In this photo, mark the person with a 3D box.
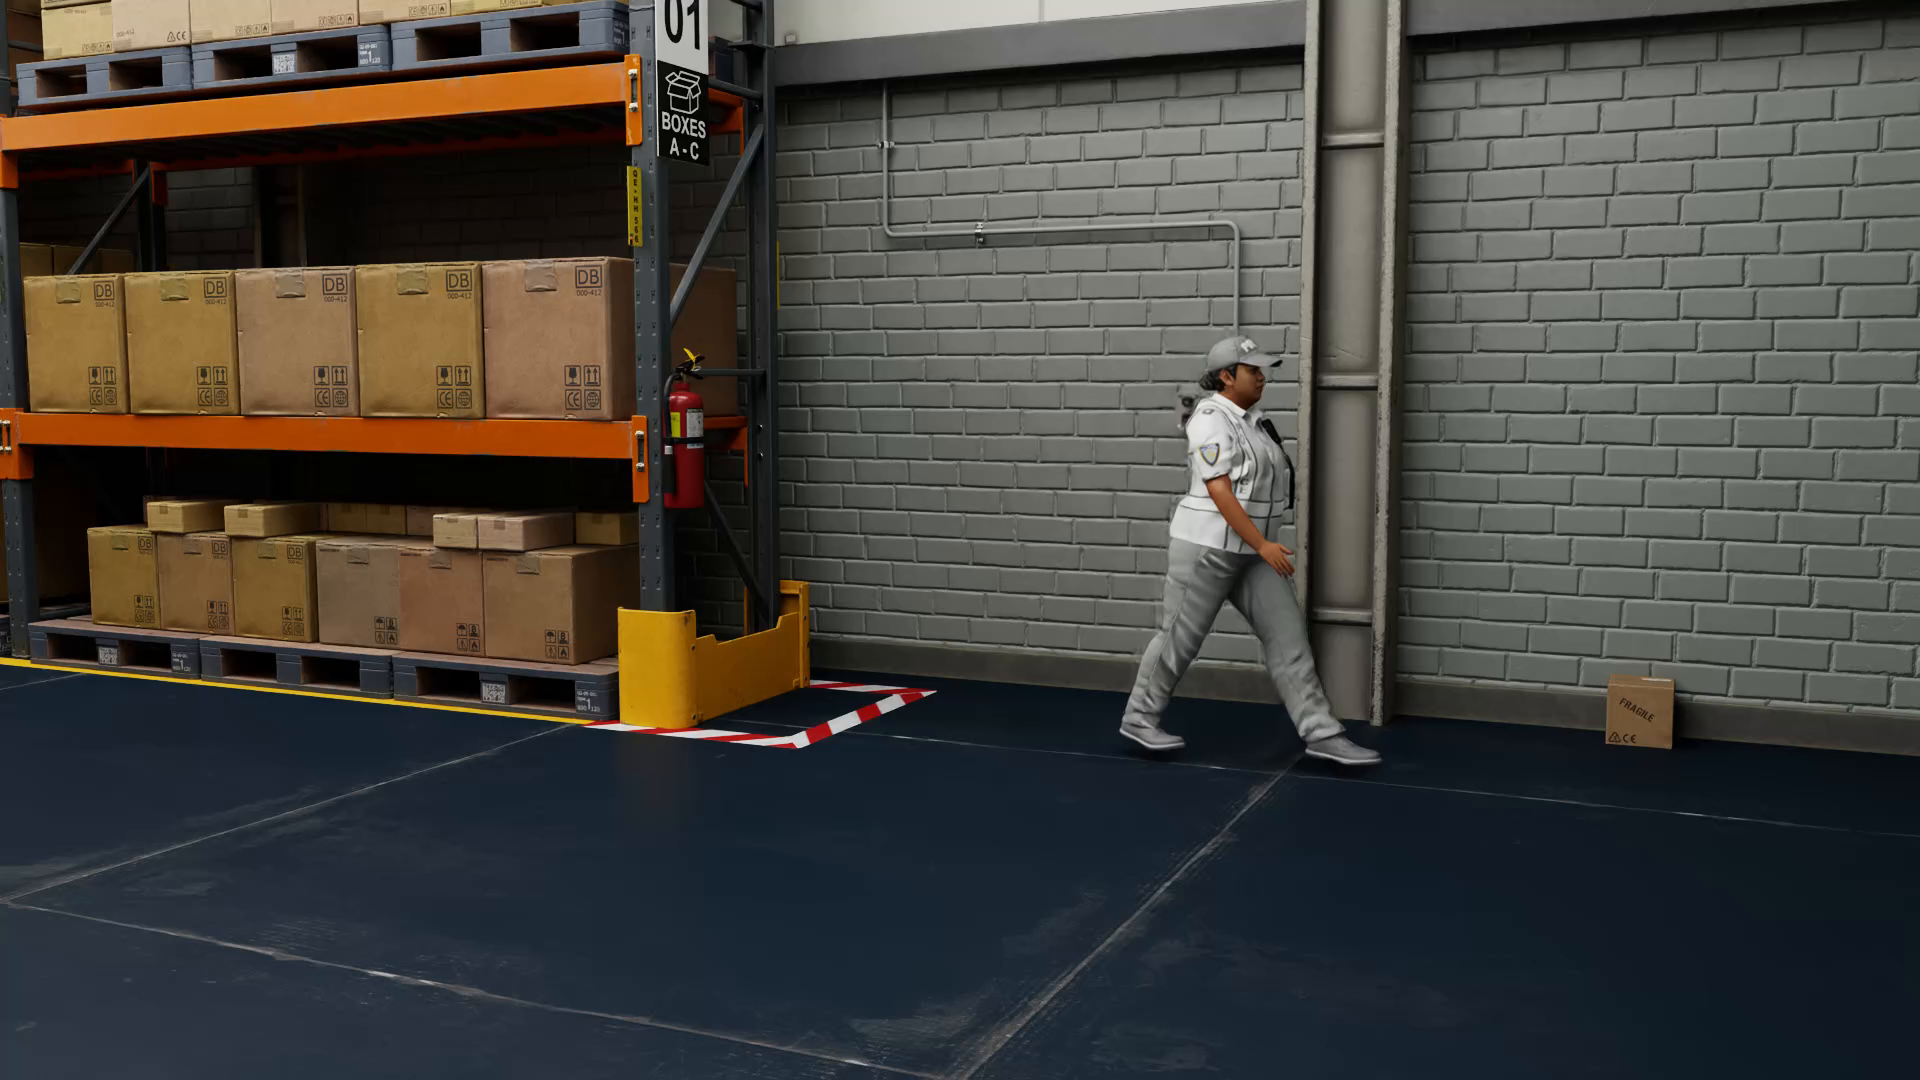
[{"bbox_3d":[1.084,0.034,6.298,1.014,1.602,0.478,5,8,41],"label":"person"}]
